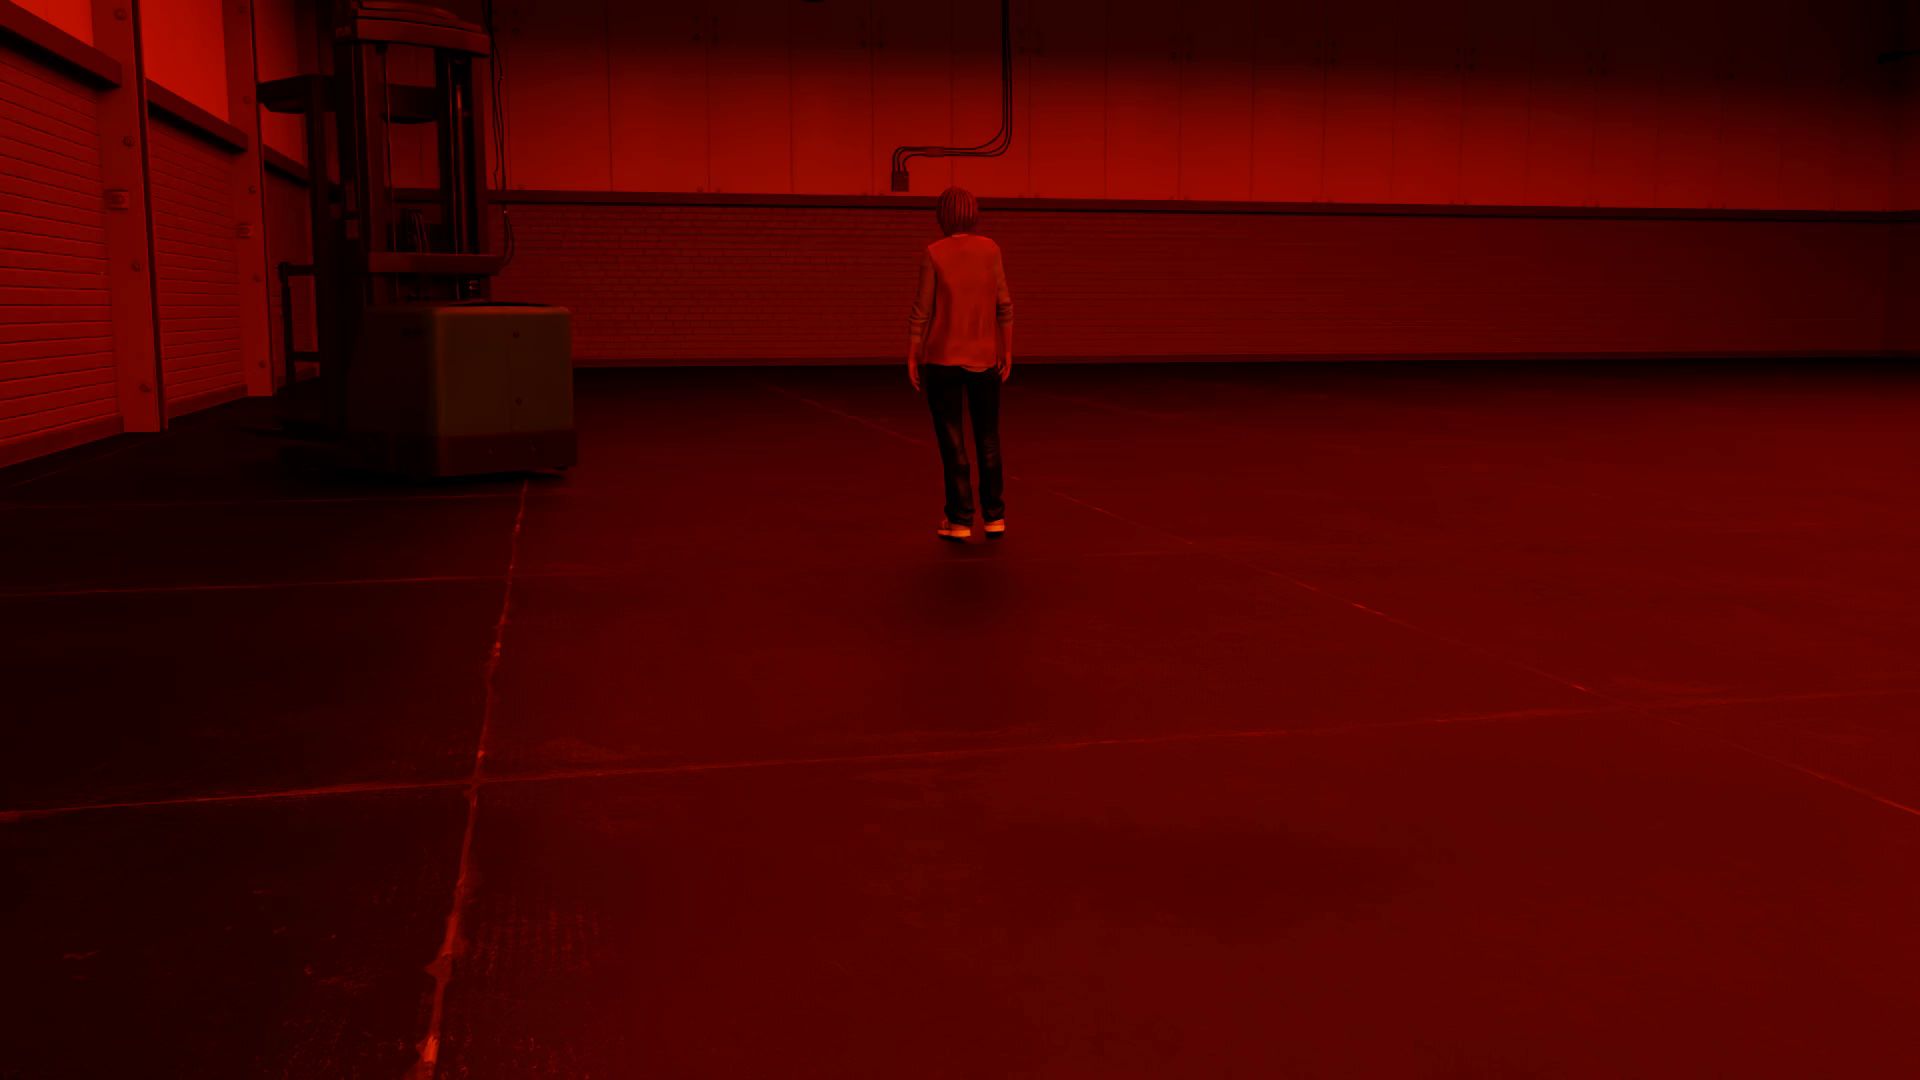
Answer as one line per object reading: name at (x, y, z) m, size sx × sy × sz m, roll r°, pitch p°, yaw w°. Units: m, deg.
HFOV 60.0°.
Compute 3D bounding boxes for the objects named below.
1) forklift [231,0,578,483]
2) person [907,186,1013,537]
forklift at (-3.868, -1.940, 10.993) m, size 3.031 × 2.935 × 1.130 m, roll 7°, pitch 11°, yaw 41°
person at (-0.004, -0.802, 7.672) m, size 0.520 × 1.585 × 0.473 m, roll -2°, pitch 8°, yaw -13°
